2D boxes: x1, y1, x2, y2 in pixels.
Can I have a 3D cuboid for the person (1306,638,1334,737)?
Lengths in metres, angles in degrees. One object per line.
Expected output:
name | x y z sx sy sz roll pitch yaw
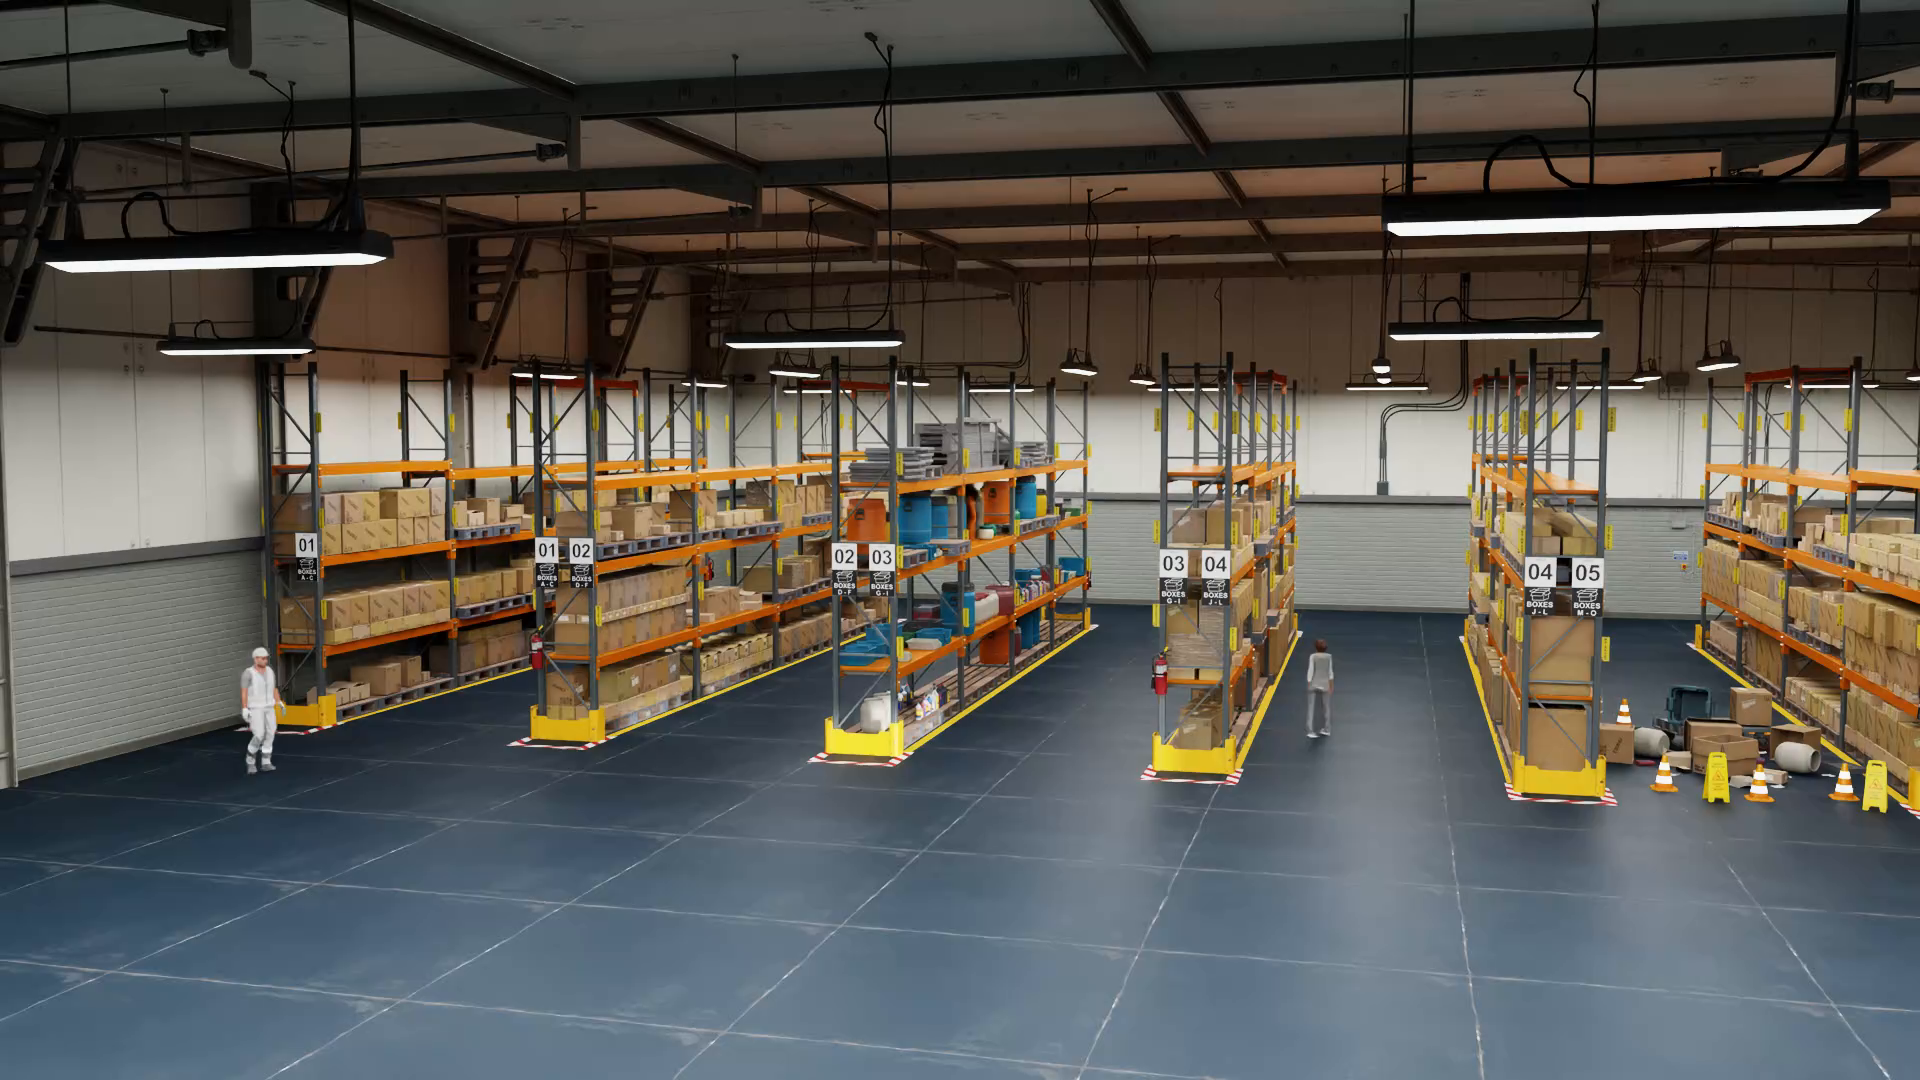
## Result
person | 5.758 2.349 26.528 0.398 1.599 0.533 2 4 21

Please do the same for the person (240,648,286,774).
person | -10.028 2.450 23.939 0.396 1.815 0.595 2 5 30
